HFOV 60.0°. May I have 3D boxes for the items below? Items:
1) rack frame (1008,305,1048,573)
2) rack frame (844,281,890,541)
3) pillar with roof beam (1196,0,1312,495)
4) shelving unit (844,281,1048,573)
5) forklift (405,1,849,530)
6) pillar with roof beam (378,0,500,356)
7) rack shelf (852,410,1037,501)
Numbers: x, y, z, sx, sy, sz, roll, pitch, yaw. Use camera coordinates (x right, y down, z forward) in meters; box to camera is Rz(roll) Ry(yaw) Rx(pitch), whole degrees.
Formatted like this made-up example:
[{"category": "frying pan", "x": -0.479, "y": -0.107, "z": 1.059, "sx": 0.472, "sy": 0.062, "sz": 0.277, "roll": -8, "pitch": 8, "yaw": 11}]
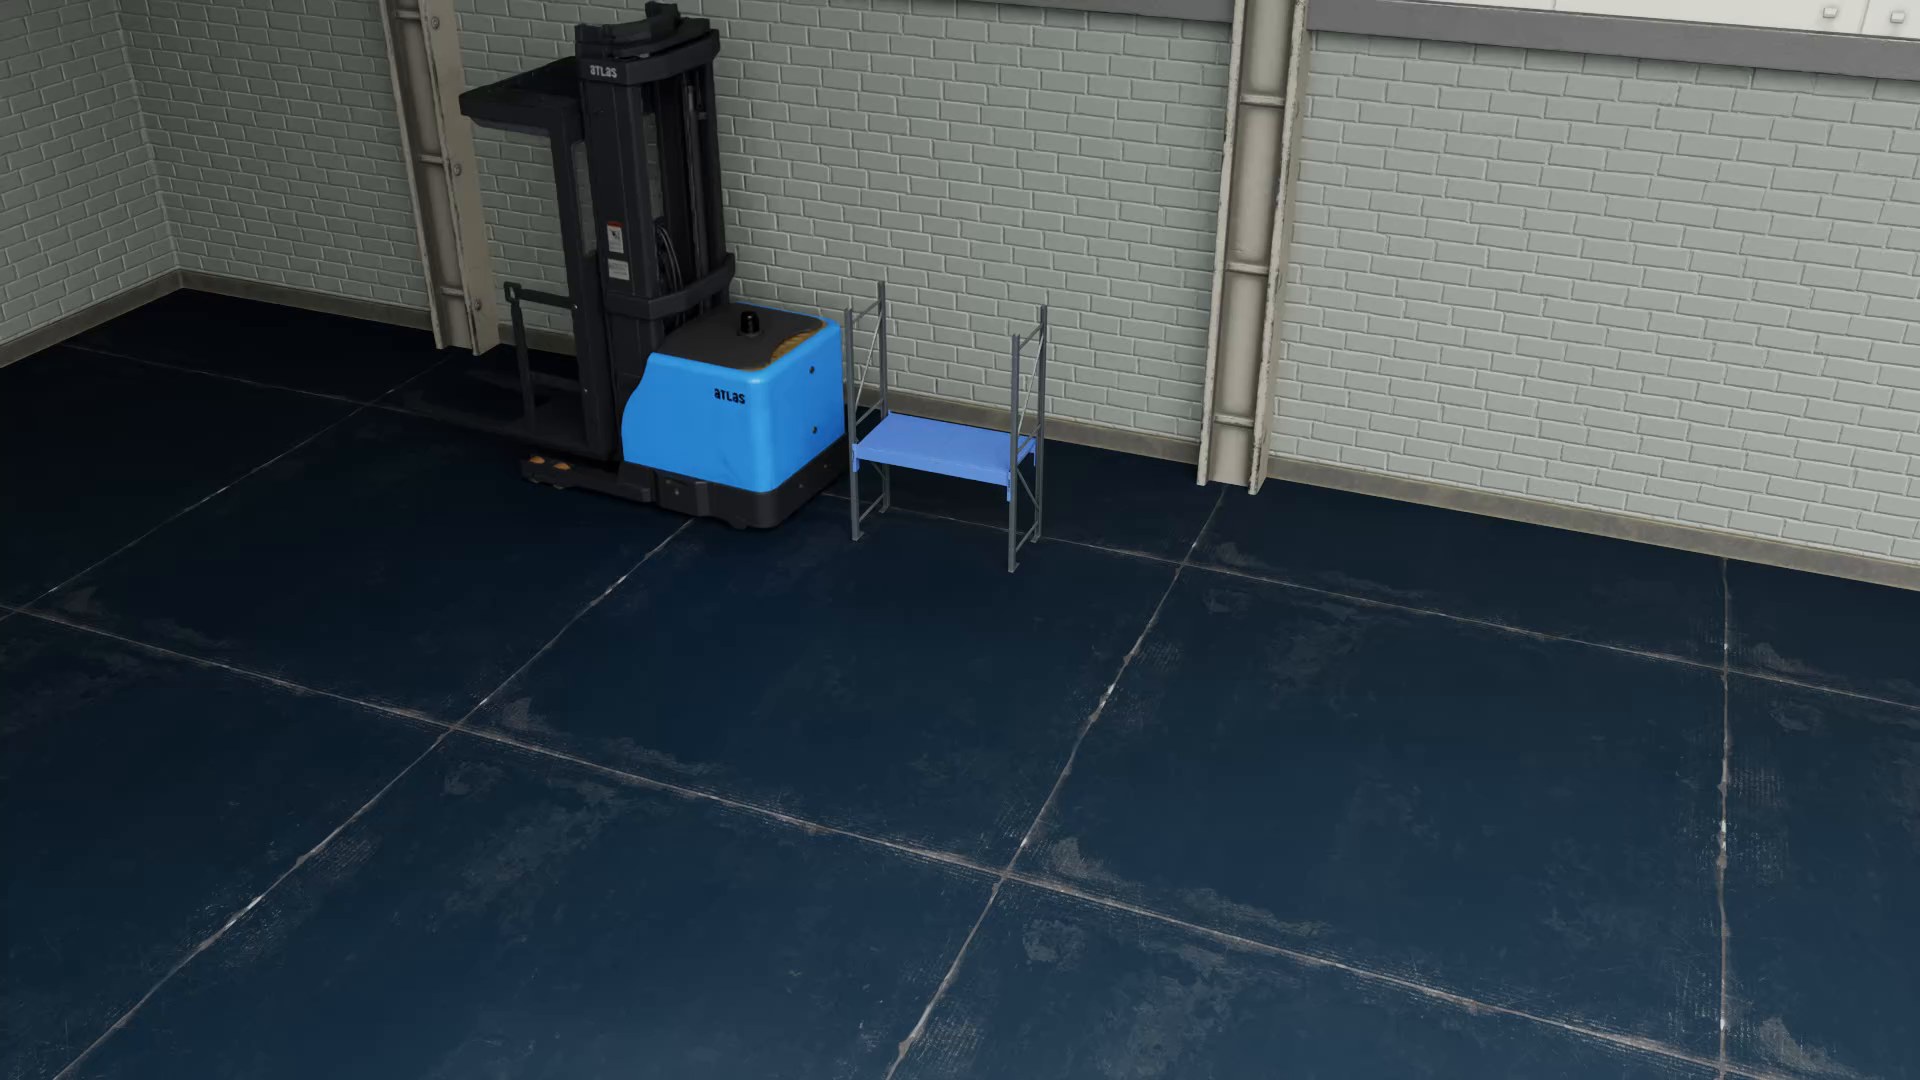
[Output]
[{"category": "rack frame", "x": 0.392, "y": -0.575, "z": 9.654, "sx": 0.032, "sy": 1.500, "sz": 0.500, "roll": 11, "pitch": 31, "yaw": 19}, {"category": "rack frame", "x": -0.550, "y": -0.763, "z": 9.987, "sx": 0.032, "sy": 1.500, "sz": 0.500, "roll": 11, "pitch": 31, "yaw": 19}, {"category": "pillar with roof beam", "x": 0.157, "y": -2.351, "z": 5.175, "sx": 0.400, "sy": 9.000, "sz": 9.100, "roll": 11, "pitch": 31, "yaw": 19}, {"category": "shelving unit", "x": -0.079, "y": -0.669, "z": 9.820, "sx": 1.048, "sy": 1.500, "sz": 0.538, "roll": 11, "pitch": 31, "yaw": 19}, {"category": "forklift", "x": -2.284, "y": -1.825, "z": 10.411, "sx": 3.031, "sy": 2.935, "sz": 1.130, "roll": 14, "pitch": 32, "yaw": 22}, {"category": "pillar with roof beam", "x": -5.403, "y": -3.461, "z": 7.139, "sx": 0.400, "sy": 9.000, "sz": 9.100, "roll": 11, "pitch": 31, "yaw": 19}, {"category": "rack shelf", "x": -0.079, "y": -0.512, "z": 9.909, "sx": 1.000, "sy": 0.185, "sz": 0.538, "roll": 11, "pitch": 31, "yaw": 19}]
